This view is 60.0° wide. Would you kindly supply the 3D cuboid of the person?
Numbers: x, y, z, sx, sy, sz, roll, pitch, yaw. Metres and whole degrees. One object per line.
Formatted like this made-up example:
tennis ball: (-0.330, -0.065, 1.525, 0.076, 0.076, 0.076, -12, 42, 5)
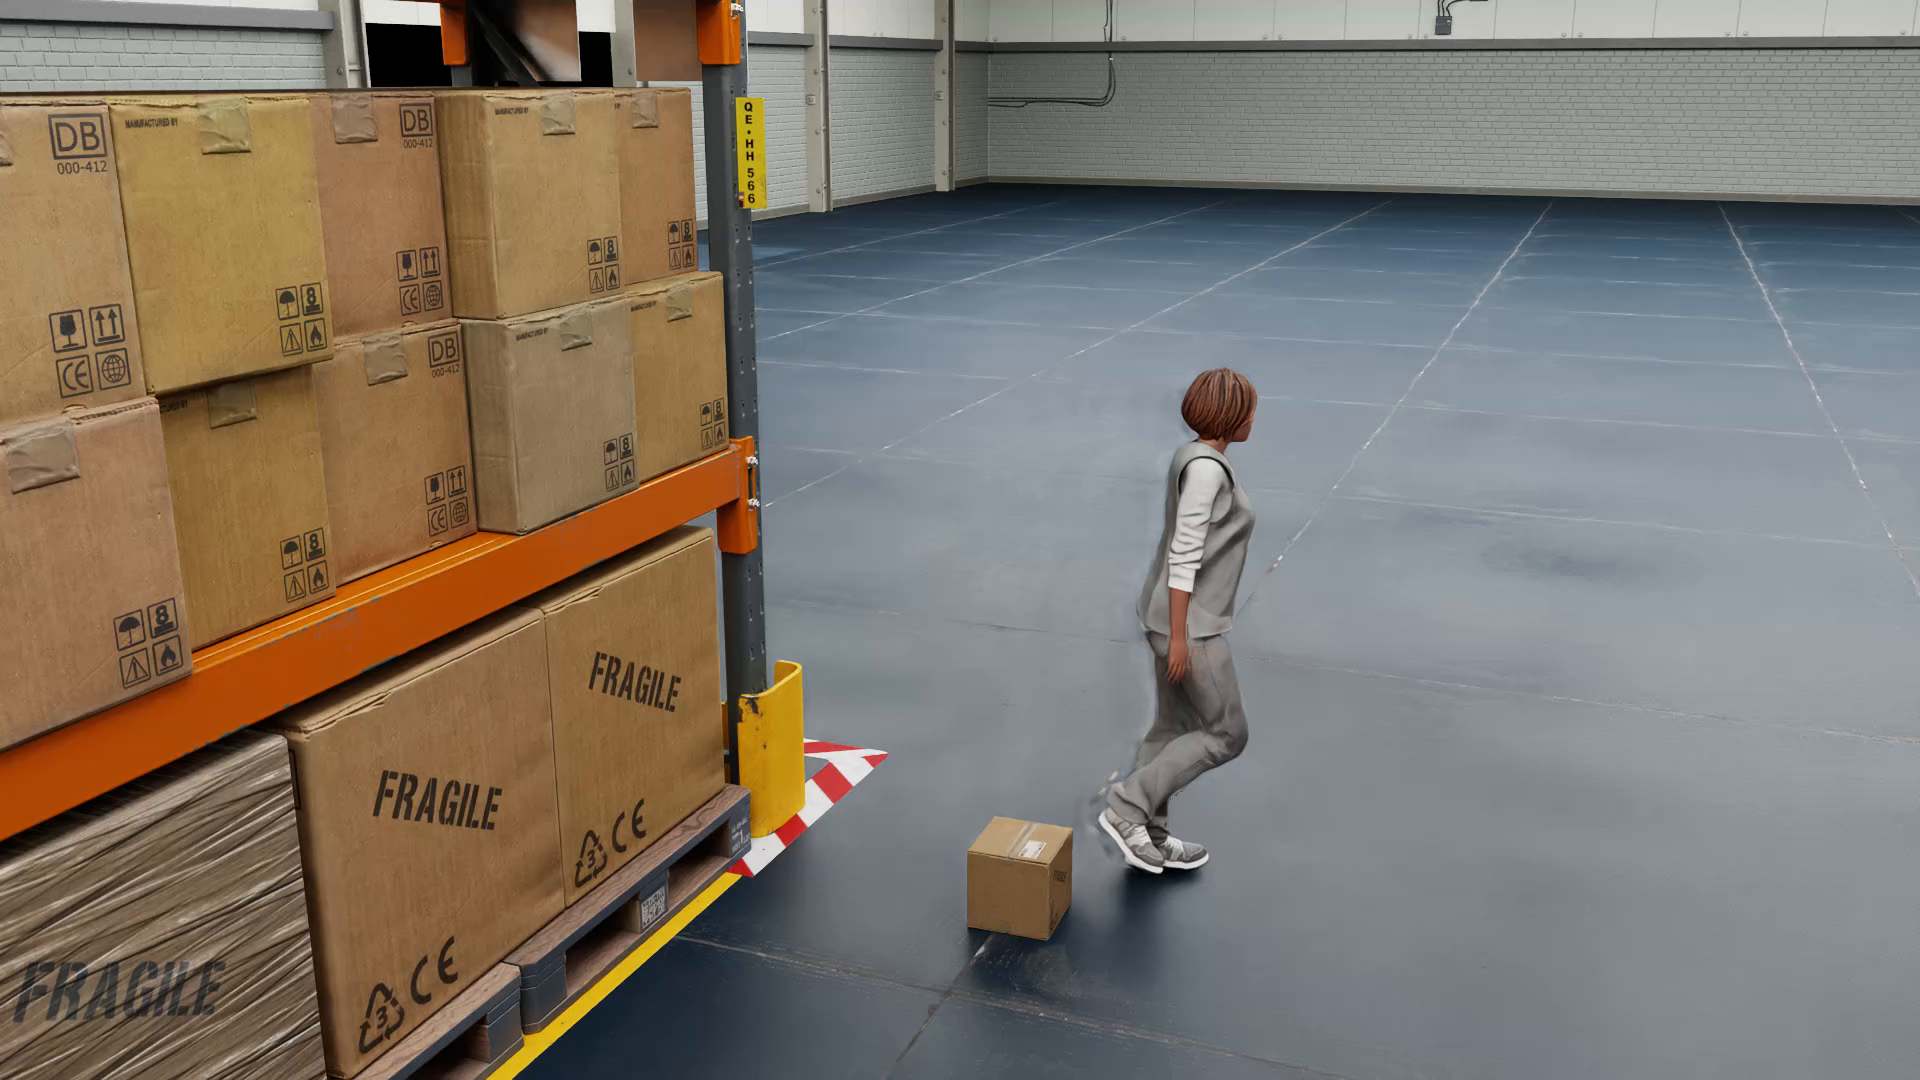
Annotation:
person: (0.655, 0.269, 5.052, 0.449, 1.588, 0.470, 0, 16, 1)
